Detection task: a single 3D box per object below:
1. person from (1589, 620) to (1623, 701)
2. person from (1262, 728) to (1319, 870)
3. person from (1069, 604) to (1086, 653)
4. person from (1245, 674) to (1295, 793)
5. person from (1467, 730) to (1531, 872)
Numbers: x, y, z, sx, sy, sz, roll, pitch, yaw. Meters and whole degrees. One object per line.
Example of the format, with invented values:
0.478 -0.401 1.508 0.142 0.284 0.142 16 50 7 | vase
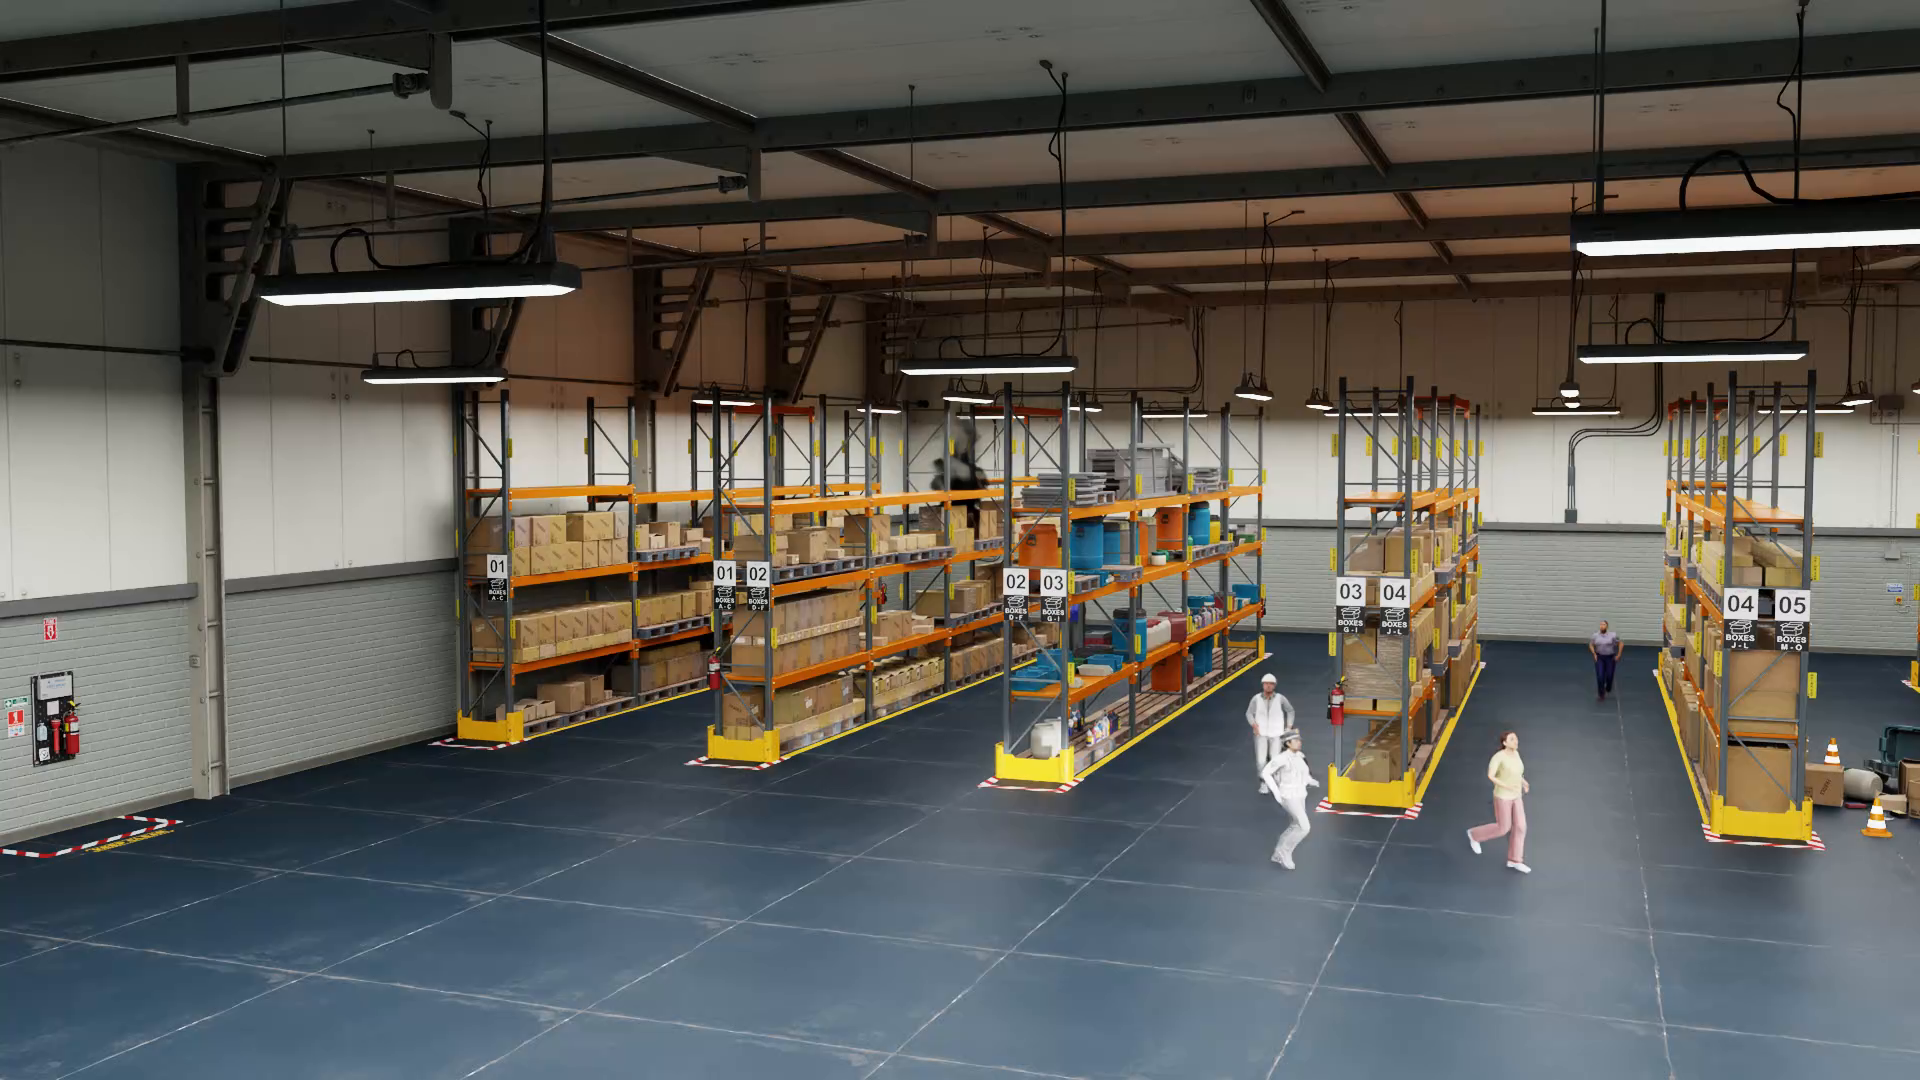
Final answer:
12.834 2.398 33.067 0.622 1.603 0.620 2 4 28 | person
3.968 3.066 19.712 0.642 1.673 0.583 3 4 44 | person
2.406 1.920 35.738 0.564 1.735 0.755 1 3 12 | person
4.492 2.808 24.135 0.700 1.735 0.584 1 3 13 | person
6.525 3.091 19.951 0.587 1.662 0.820 -2 4 -33 | person
